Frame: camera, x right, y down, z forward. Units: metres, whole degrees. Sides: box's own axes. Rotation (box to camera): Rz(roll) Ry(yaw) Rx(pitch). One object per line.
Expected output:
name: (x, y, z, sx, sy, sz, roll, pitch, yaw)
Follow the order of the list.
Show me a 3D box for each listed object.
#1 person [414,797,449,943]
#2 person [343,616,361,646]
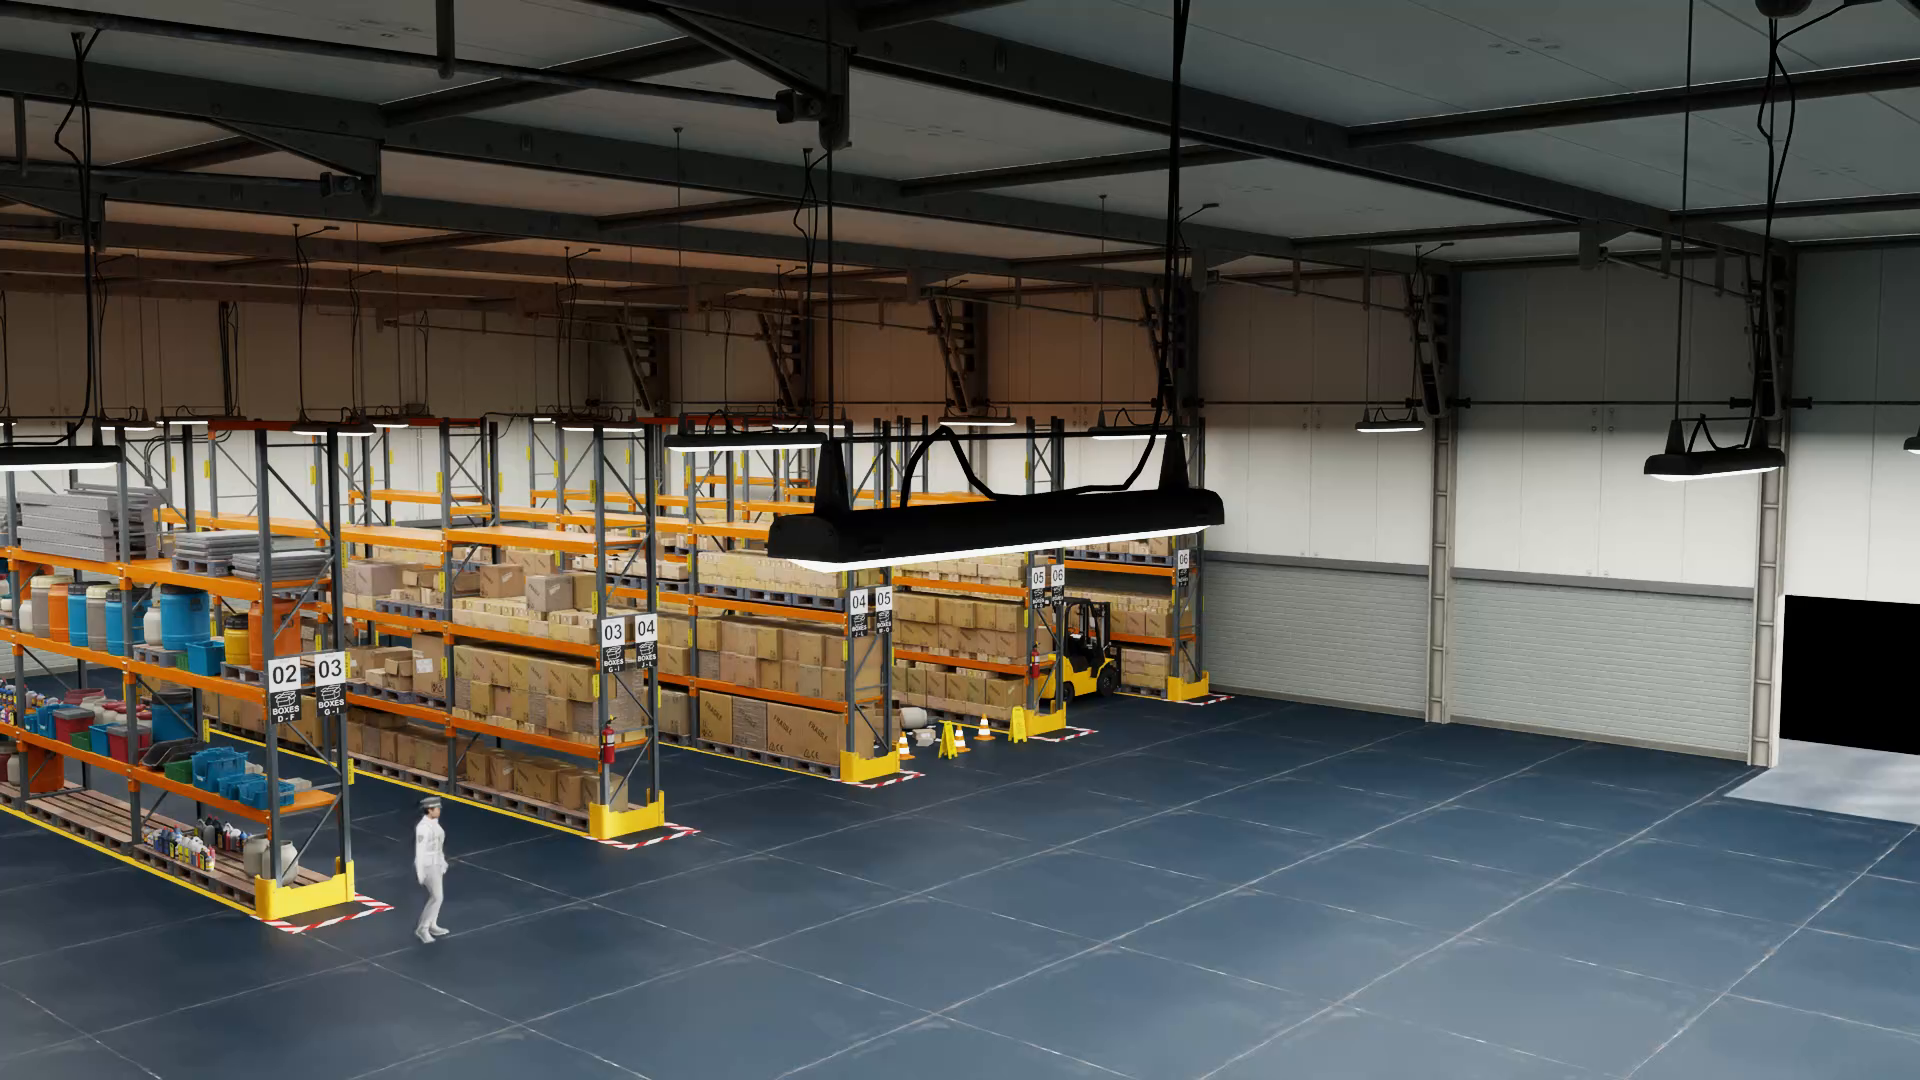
person: (-6.274, 3.889, 19.722, 0.364, 1.692, 0.604, 0, 5, -4)
person: (-14.960, 2.045, 40.970, 0.409, 1.772, 0.601, 4, 6, 39)
